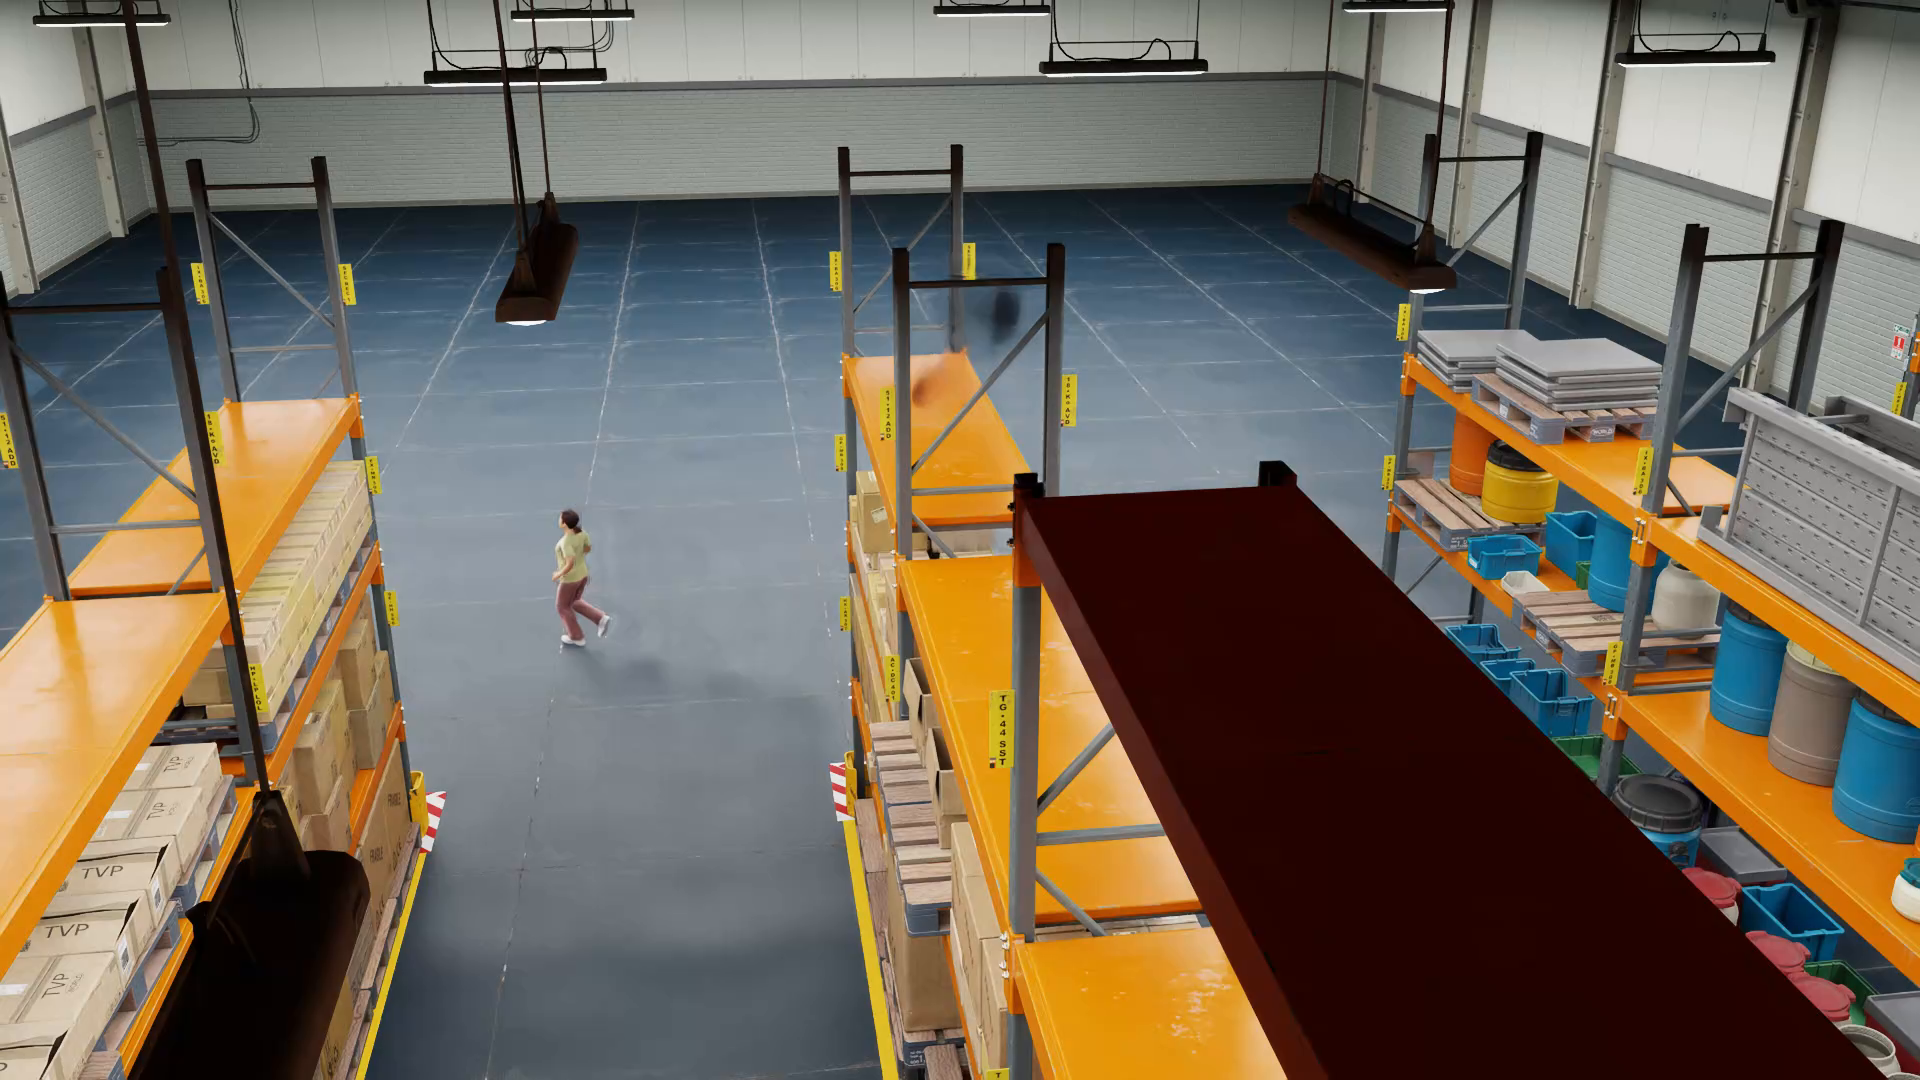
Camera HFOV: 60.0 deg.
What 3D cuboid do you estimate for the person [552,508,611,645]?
[{"bbox_3d":[-4.213,0.432,18.349,0.619,1.618,0.574,7,23,16],"label":"person"}]

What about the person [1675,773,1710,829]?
[{"bbox_3d":[6.494,1.991,14.445,0.599,1.608,0.531,-6,22,-14],"label":"person"}]
